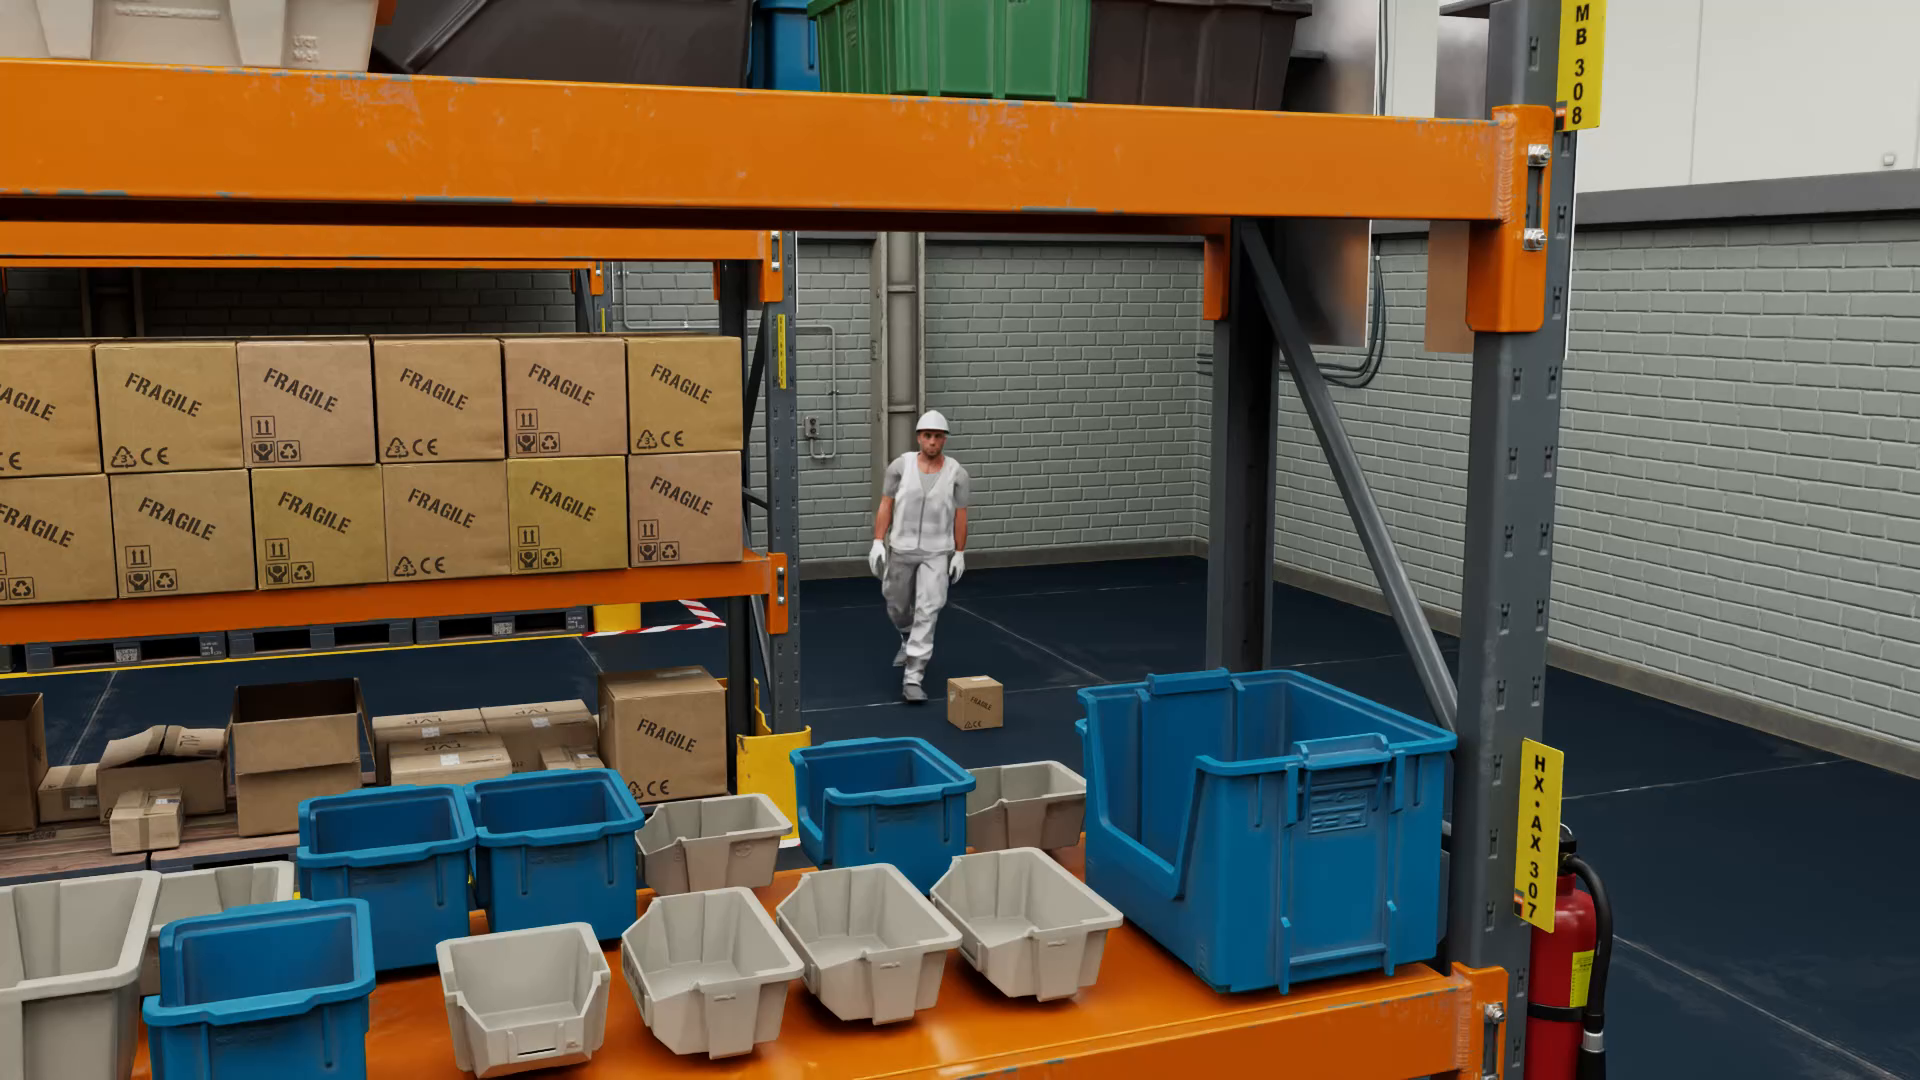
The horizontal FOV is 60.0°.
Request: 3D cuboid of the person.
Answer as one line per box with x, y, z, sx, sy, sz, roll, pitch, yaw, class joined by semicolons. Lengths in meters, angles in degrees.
-0.246;0.069;10.361;0.620;1.767;0.919;1;9;5;person
